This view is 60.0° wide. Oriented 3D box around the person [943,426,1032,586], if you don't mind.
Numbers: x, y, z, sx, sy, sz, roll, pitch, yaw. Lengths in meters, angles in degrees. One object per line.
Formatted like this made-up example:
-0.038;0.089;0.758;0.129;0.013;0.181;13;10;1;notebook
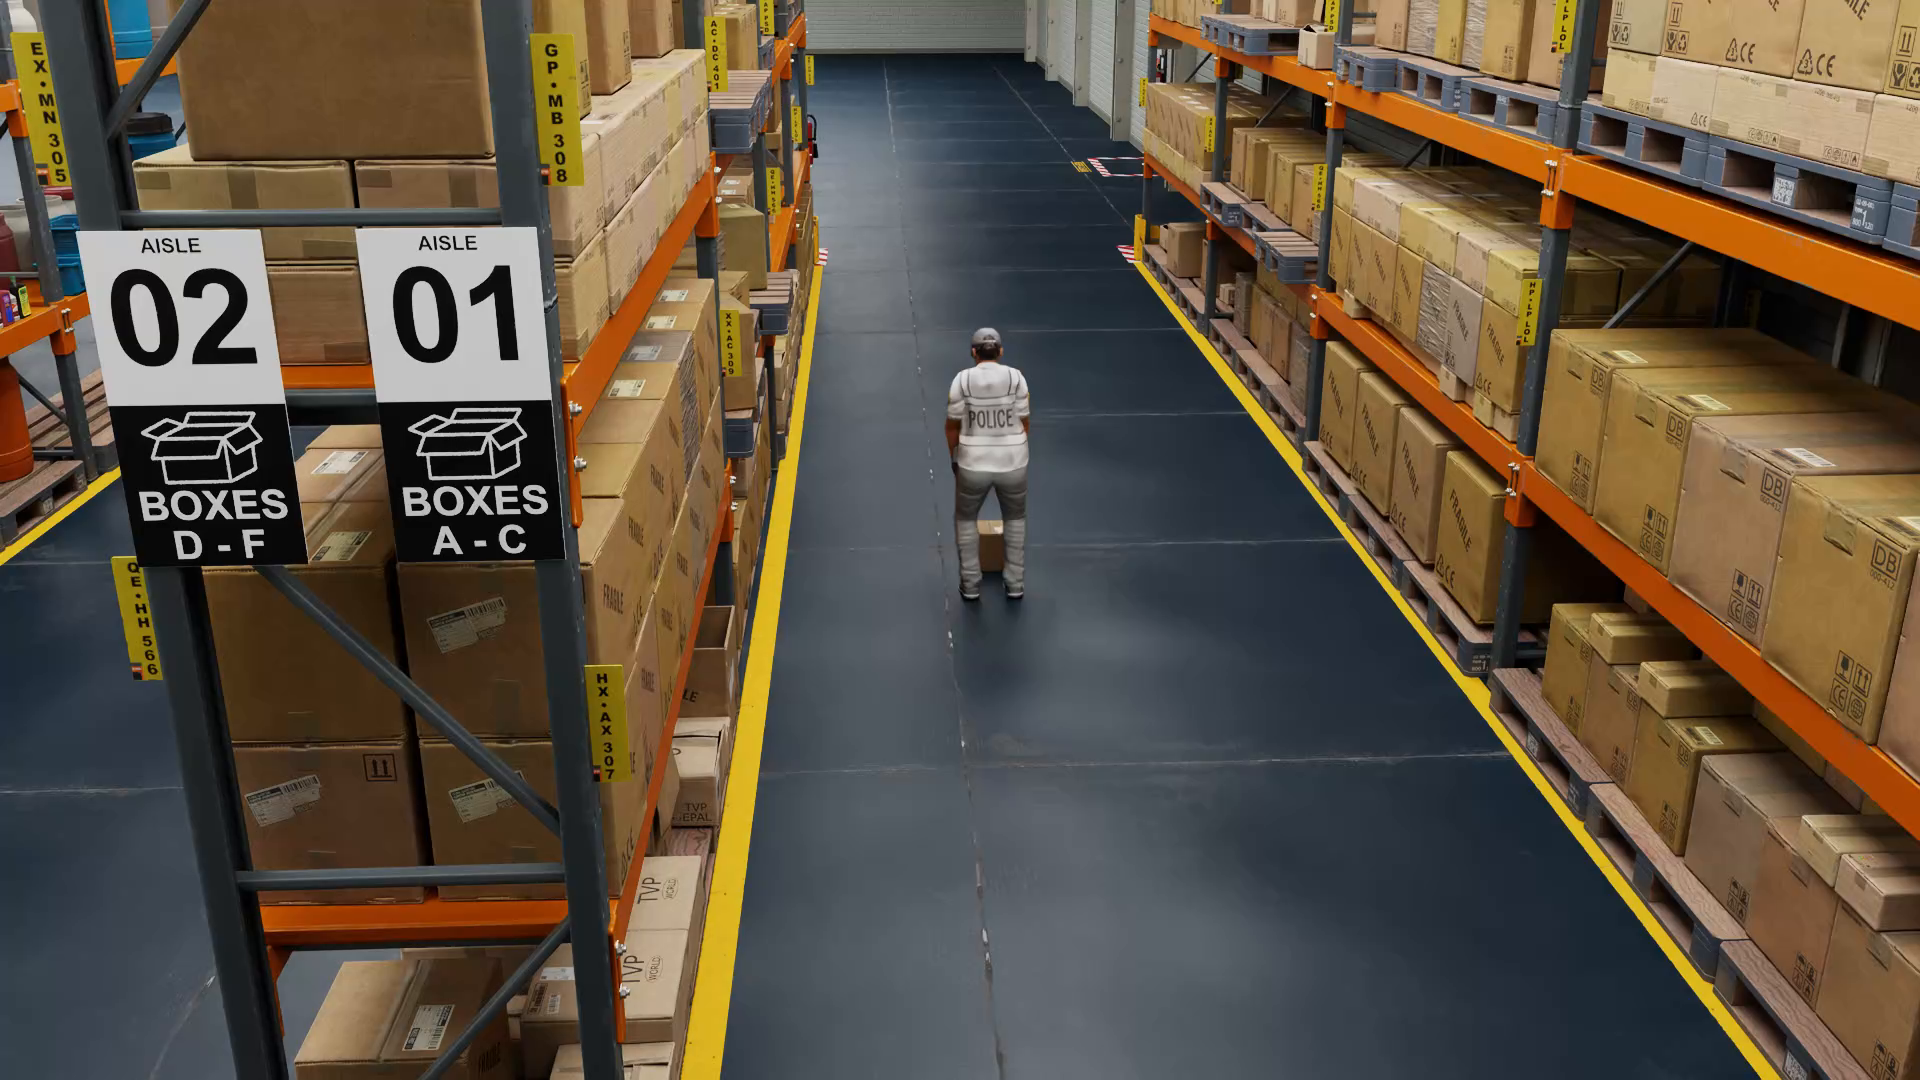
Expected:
0.167;-0.173;10.034;0.520;0.880;0.855;-1;21;-3;person
